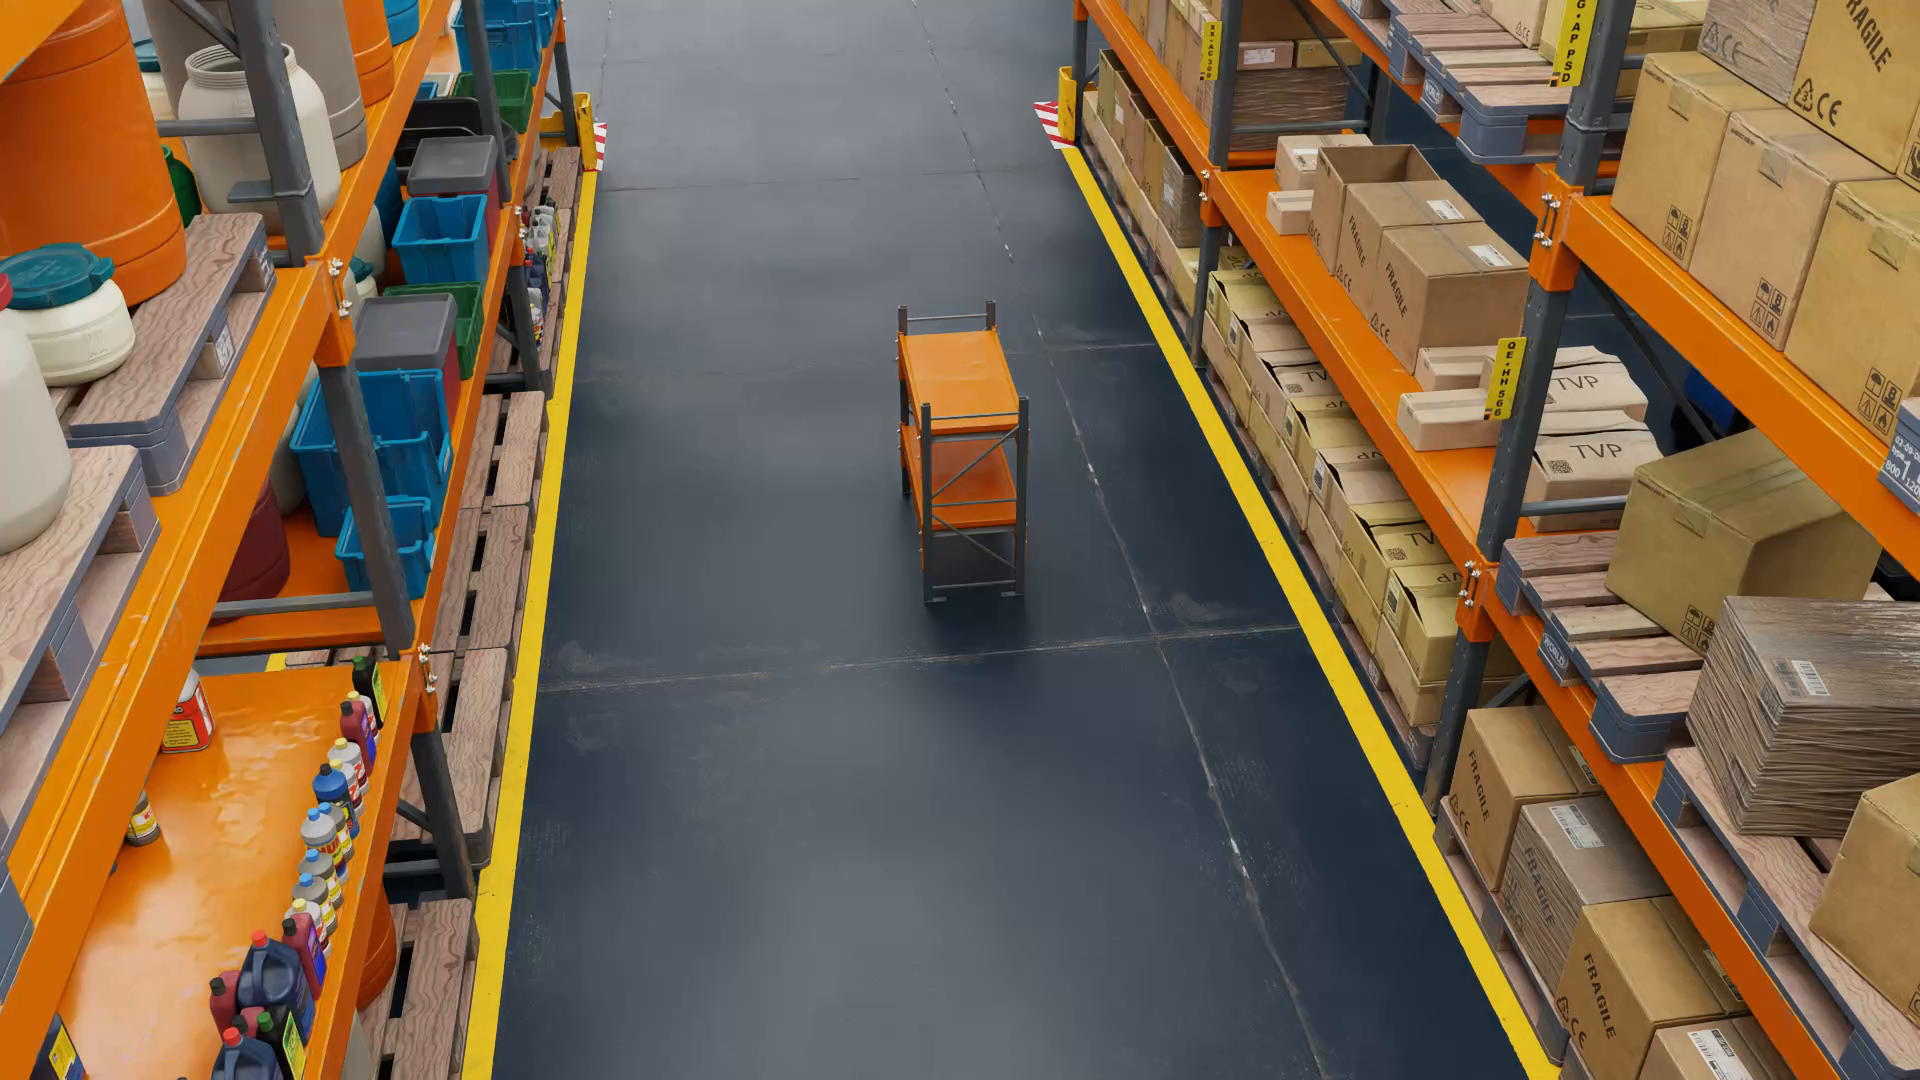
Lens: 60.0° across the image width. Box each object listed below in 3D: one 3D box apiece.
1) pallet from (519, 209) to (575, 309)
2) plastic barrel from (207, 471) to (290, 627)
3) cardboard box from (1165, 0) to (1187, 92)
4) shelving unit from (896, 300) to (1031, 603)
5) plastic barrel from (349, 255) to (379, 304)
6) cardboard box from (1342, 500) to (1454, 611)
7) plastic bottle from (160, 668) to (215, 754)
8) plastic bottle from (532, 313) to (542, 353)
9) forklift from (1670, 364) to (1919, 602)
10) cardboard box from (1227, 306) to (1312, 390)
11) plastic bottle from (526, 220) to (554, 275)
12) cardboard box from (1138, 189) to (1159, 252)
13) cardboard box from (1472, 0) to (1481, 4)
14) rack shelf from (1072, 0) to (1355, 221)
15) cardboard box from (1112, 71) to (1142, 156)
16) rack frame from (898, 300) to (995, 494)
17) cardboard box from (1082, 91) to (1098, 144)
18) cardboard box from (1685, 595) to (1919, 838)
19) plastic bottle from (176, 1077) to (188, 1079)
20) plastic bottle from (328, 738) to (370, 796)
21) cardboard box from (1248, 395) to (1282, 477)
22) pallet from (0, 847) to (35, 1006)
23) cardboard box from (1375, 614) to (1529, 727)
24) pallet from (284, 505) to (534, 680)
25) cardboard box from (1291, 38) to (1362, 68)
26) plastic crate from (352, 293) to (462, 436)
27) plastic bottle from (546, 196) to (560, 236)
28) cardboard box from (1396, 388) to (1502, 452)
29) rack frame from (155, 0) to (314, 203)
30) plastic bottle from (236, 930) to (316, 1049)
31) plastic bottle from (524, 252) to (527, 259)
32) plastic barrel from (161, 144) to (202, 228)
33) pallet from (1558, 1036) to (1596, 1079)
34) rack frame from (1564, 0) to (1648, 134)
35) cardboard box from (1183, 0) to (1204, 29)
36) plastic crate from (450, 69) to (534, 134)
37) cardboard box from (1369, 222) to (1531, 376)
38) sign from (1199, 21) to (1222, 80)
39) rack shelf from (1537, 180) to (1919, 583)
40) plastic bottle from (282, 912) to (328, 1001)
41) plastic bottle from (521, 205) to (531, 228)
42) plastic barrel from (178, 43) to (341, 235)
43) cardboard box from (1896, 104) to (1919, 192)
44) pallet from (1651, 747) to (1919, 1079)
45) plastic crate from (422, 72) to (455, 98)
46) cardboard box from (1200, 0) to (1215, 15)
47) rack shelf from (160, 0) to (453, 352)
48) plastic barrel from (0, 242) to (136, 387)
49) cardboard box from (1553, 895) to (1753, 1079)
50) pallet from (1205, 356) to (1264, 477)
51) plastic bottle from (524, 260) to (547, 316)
[{"bbox_3d":[-3.184,-1.901,11.353,1.003,0.211,1.213,-4,35,-6],"label":"pallet"},{"bbox_3d":[-2.792,-0.053,6.044,0.600,0.536,0.708,-4,35,-6],"label":"plastic barrel"},{"bbox_3d":[1.734,-3.229,10.736,0.700,0.500,0.500,-4,34,-6],"label":"cardboard box"},{"bbox_3d":[0.001,-0.461,8.428,0.538,1.125,1.048,-4,35,-6],"label":"shelving unit"},{"bbox_3d":[-2.942,-1.186,7.950,0.301,0.262,0.301,0,34,0],"label":"plastic barrel"},{"bbox_3d":[2.088,0.033,7.608,0.500,0.311,0.500,-5,35,-7],"label":"cardboard box"},{"bbox_3d":[-2.541,0.544,5.398,0.152,0.276,0.135,-4,35,-6],"label":"plastic bottle"},{"bbox_3d":[-2.576,-1.259,9.966,0.097,0.271,0.097,0,34,0],"label":"plastic bottle"},{"bbox_3d":[4.844,-1.056,7.696,1.130,2.935,3.031,-5,35,-8],"label":"forklift"},{"bbox_3d":[1.812,-1.106,9.281,0.500,0.311,0.500,-5,35,-7],"label":"cardboard box"},{"bbox_3d":[-2.747,-1.905,10.843,0.144,0.351,0.185,-5,35,-7],"label":"plastic bottle"},{"bbox_3d":[1.523,-2.204,11.389,0.500,0.250,0.500,-4,35,-6],"label":"cardboard box"},{"bbox_3d":[2.208,-2.346,6.625,0.500,0.250,0.500,-5,35,-7],"label":"cardboard box"},{"bbox_3d":[1.672,-3.185,11.399,1.077,0.370,4.000,-4,35,-6],"label":"rack shelf"},{"bbox_3d":[1.404,-3.073,11.998,0.500,0.500,0.500,-4,35,-6],"label":"cardboard box"},{"bbox_3d":[-0.067,-0.745,8.844,0.500,1.125,0.032,-4,35,-6],"label":"rack frame"},{"bbox_3d":[1.255,-3.320,13.027,0.500,0.250,0.500,-4,35,-6],"label":"cardboard box"},{"bbox_3d":[2.609,0.519,4.864,0.700,0.500,0.500,2,34,3],"label":"cardboard box"},{"bbox_3d":[-1.890,1.426,4.108,0.097,0.271,0.097,0,34,0],"label":"plastic bottle"},{"bbox_3d":[-1.924,0.709,5.223,0.097,0.201,0.097,0,34,0],"label":"plastic bottle"},{"bbox_3d":[1.890,-0.586,9.015,0.500,0.250,0.500,-5,35,-8],"label":"cardboard box"},{"bbox_3d":[-2.094,0.879,2.300,1.213,0.211,1.003,-4,35,-6],"label":"pallet"},{"bbox_3d":[2.167,0.553,7.343,0.500,0.250,0.500,-4,34,-5],"label":"cardboard box"},{"bbox_3d":[-2.656,0.276,8.157,1.003,0.211,1.213,-4,35,-6],"label":"pallet"},{"bbox_3d":[2.097,-2.840,9.590,0.380,0.149,0.250,-4,35,-6],"label":"cardboard box"},{"bbox_3d":[-2.344,-0.713,7.075,0.402,0.464,0.583,-4,35,-6],"label":"plastic crate"},{"bbox_3d":[-2.790,-2.229,11.379,0.061,0.283,0.133,-4,34,-5],"label":"plastic bottle"},{"bbox_3d":[2.085,-0.511,7.060,0.380,0.149,0.250,-4,35,-6],"label":"cardboard box"},{"bbox_3d":[-2.430,-2.240,4.047,1.000,3.000,0.127,-4,35,-6],"label":"rack frame"},{"bbox_3d":[-1.819,1.182,4.395,0.144,0.351,0.185,-4,35,-6],"label":"plastic bottle"},{"bbox_3d":[-2.747,-1.714,10.634,0.097,0.271,0.097,0,34,0],"label":"plastic bottle"},{"bbox_3d":[-2.513,-1.071,5.132,0.294,0.245,0.294,0,34,0],"label":"plastic barrel"},{"bbox_3d":[2.703,2.117,5.456,1.003,0.211,1.213,-4,35,-6],"label":"pallet"},{"bbox_3d":[2.479,-2.613,4.594,1.000,3.000,0.127,-4,35,-6],"label":"rack frame"},{"bbox_3d":[1.587,-3.242,10.179,0.380,0.149,0.250,-4,35,-6],"label":"cardboard box"},{"bbox_3d":[-2.870,-2.685,10.214,0.450,0.188,0.662,-4,35,-6],"label":"plastic crate"},{"bbox_3d":[2.237,-1.111,7.628,0.500,0.500,0.500,-6,35,-9],"label":"cardboard box"},{"bbox_3d":[1.392,-2.714,9.230,0.100,0.325,0.005,-4,35,-6],"label":"sign"},{"bbox_3d":[2.748,0.039,4.004,1.077,0.370,4.000,-4,35,-6],"label":"rack shelf"},{"bbox_3d":[-1.799,1.118,4.549,0.061,0.283,0.133,-4,35,-6],"label":"plastic bottle"},{"bbox_3d":[-2.923,-2.142,11.251,0.061,0.283,0.133,-4,35,-6],"label":"plastic bottle"},{"bbox_3d":[-2.168,-1.244,5.148,0.421,0.512,0.421,0,34,0],"label":"plastic barrel"},{"bbox_3d":[2.669,-1.015,3.936,0.500,0.500,0.500,-4,35,-6],"label":"cardboard box"},{"bbox_3d":[2.745,1.030,4.746,1.003,0.211,1.213,-4,35,-6],"label":"pallet"},{"bbox_3d":[-3.437,-2.771,10.387,0.530,0.136,0.437,-4,35,-6],"label":"plastic crate"},{"bbox_3d":[1.806,-3.473,9.942,0.700,0.500,0.500,-4,35,-6],"label":"cardboard box"},{"bbox_3d":[-2.699,-1.820,6.732,1.077,0.370,4.000,-4,35,-6],"label":"rack shelf"},{"bbox_3d":[-2.140,-0.530,3.950,0.301,0.262,0.301,0,34,0],"label":"plastic barrel"},{"bbox_3d":[2.396,1.564,5.620,0.500,0.500,0.500,-5,35,-7],"label":"cardboard box"},{"bbox_3d":[2.079,-0.806,9.745,1.003,0.211,1.213,-4,35,-6],"label":"pallet"},{"bbox_3d":[-2.665,-1.562,10.341,0.144,0.351,0.185,-3,34,-5],"label":"plastic bottle"}]
